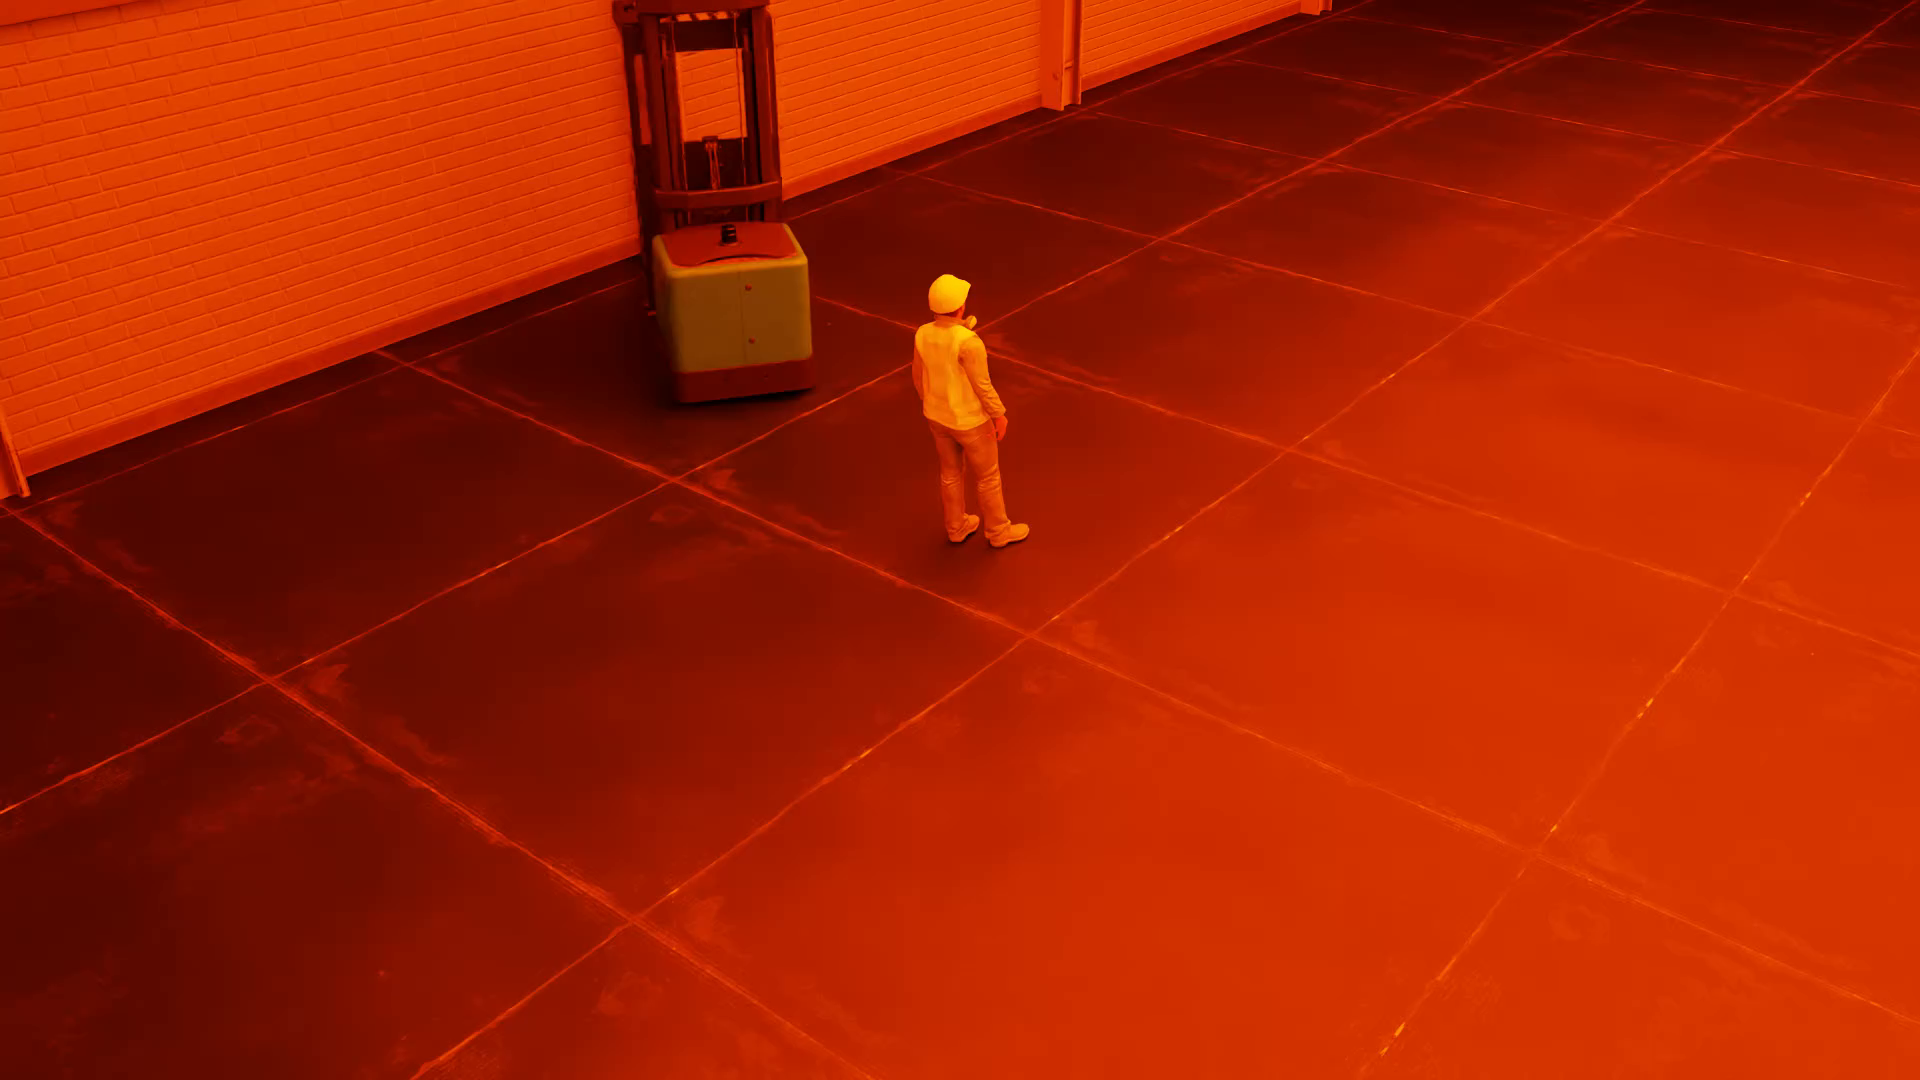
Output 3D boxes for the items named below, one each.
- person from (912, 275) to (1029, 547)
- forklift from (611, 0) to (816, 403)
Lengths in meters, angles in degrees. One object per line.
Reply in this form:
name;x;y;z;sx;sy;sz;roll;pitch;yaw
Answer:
person;0.045;-0.794;10.086;0.632;1.773;0.568;22;37;33
forklift;-1.969;-2.991;12.713;1.130;2.935;3.031;-8;31;-14
